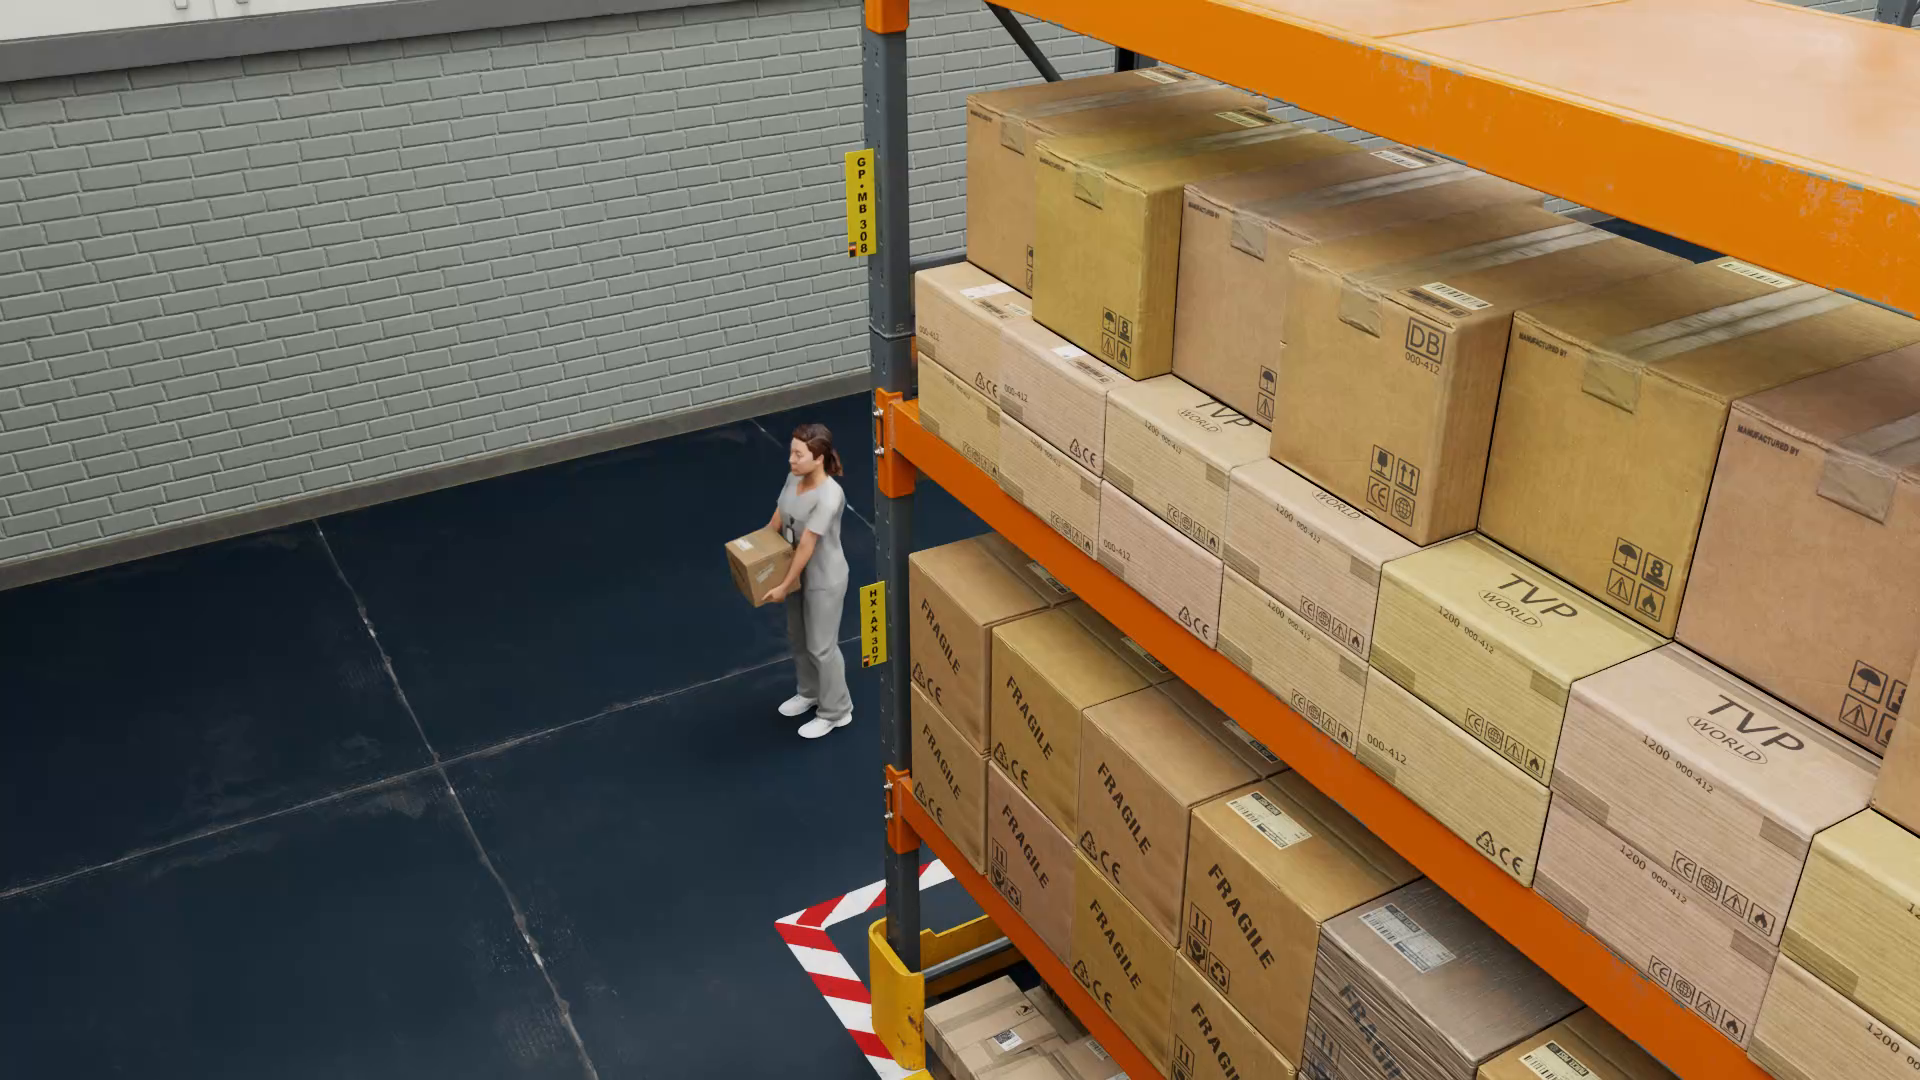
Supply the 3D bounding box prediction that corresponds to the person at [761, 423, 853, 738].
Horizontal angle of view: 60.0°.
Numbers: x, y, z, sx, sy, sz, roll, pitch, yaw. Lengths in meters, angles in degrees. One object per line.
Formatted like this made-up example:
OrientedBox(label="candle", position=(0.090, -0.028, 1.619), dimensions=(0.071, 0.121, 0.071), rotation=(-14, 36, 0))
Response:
OrientedBox(label="person", position=(-0.790, 0.213, 8.189), dimensions=(0.524, 1.668, 0.409), rotation=(-16, 33, -27))
